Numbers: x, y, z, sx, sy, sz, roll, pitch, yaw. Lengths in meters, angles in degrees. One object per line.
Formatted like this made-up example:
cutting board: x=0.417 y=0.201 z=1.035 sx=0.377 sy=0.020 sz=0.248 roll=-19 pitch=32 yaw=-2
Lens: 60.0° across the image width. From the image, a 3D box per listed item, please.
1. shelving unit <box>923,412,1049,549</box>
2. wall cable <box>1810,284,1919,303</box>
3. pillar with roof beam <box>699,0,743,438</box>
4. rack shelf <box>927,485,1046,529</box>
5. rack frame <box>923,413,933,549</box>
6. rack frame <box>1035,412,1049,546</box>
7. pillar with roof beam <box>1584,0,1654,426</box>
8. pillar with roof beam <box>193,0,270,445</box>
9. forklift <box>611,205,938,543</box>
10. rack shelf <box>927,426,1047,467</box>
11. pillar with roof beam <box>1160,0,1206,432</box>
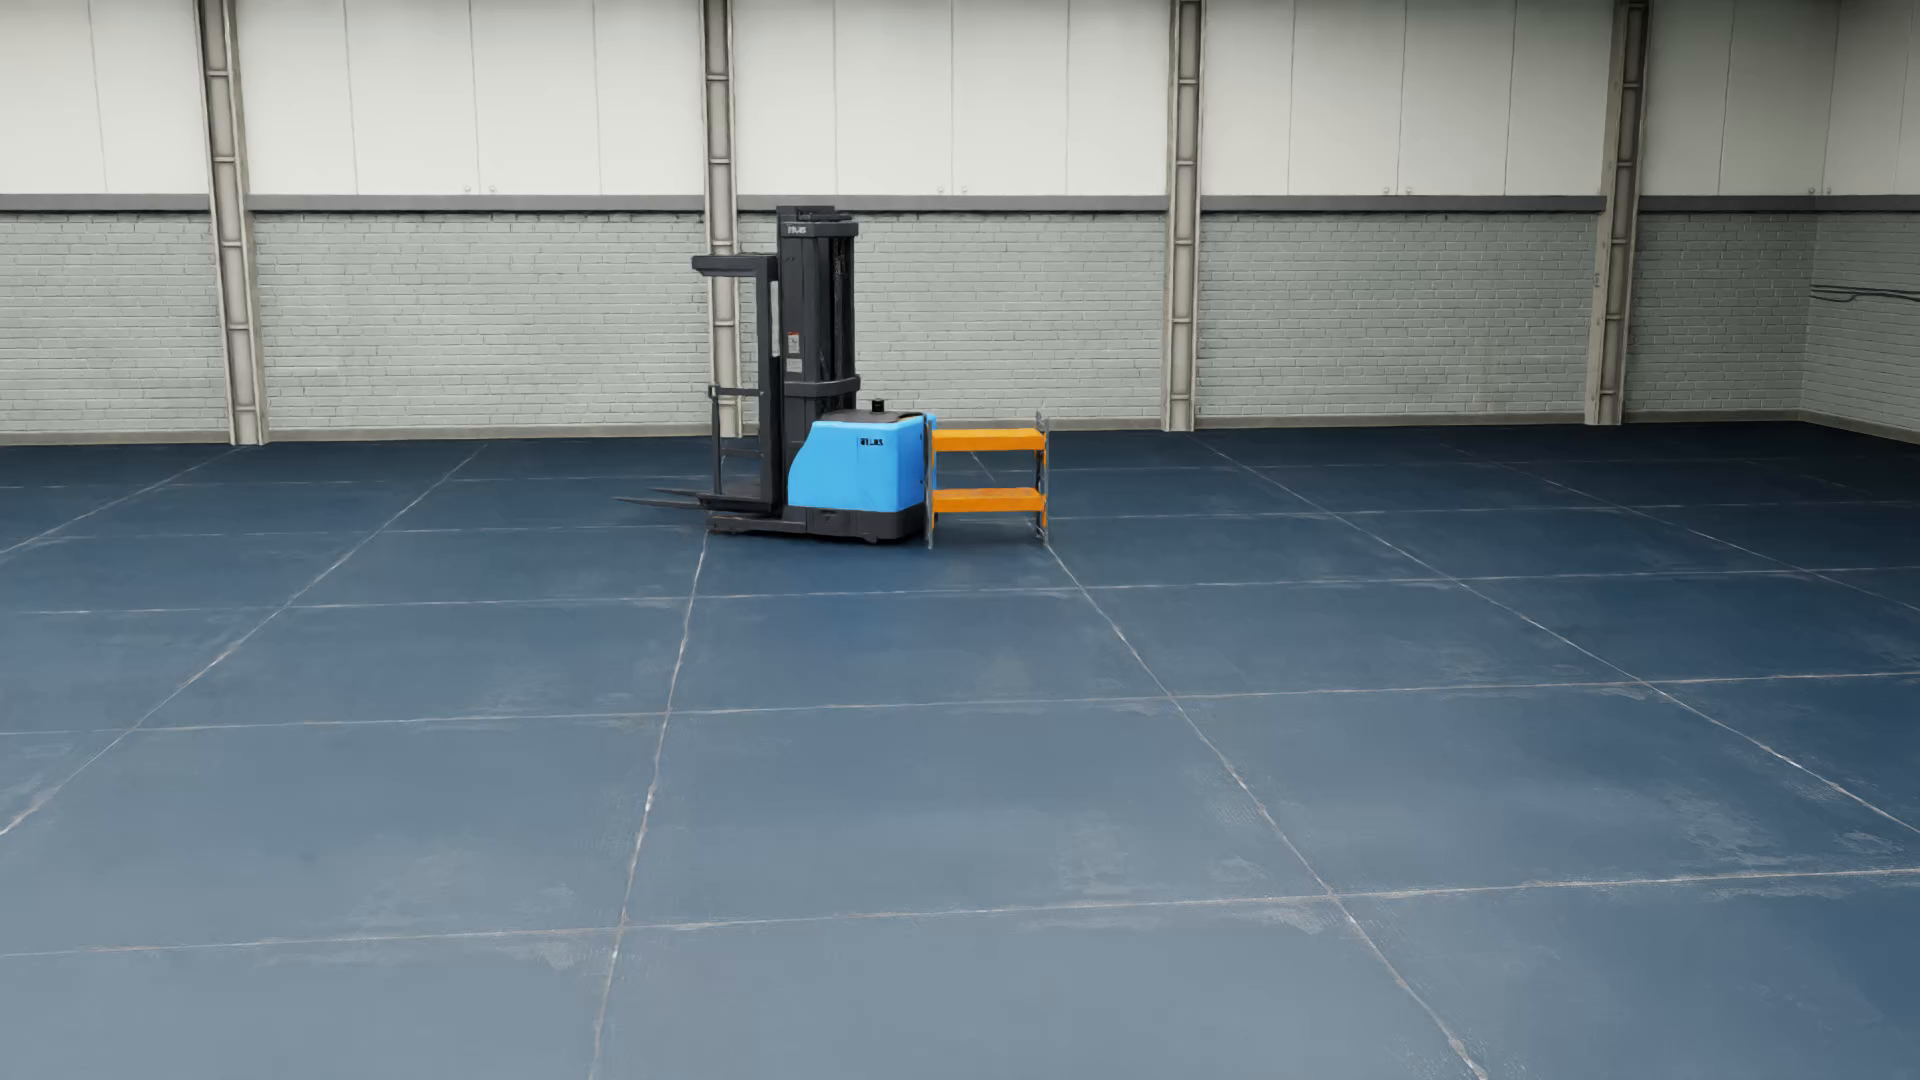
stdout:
shelving unit: x=0.223 y=-0.536 z=14.676 sx=1.048 sy=1.125 sz=0.538 roll=-1 pitch=11 yaw=-7
wall cable: x=11.960 y=-4.301 z=21.470 sx=0.112 sy=2.526 sz=3.097 roll=-1 pitch=11 yaw=-6
pillar with roof beam: x=-2.577 y=-4.942 z=16.677 sx=0.400 sy=9.000 sz=9.100 roll=-1 pitch=11 yaw=-6
rack shelf: x=0.223 y=-0.296 z=14.723 sx=1.000 sy=0.278 sz=0.538 roll=-1 pitch=11 yaw=-7
rack frame: x=-0.281 y=-0.524 z=14.617 sx=0.032 sy=1.125 sz=0.500 roll=-1 pitch=11 yaw=-7
rack frame: x=0.728 y=-0.547 z=14.735 sx=0.032 sy=1.125 sz=0.500 roll=-1 pitch=11 yaw=-7
pillar with roof beam: x=9.353 y=-5.192 z=17.949 sx=0.400 sy=9.000 sz=9.100 roll=-1 pitch=11 yaw=-6
pillar with roof beam: x=-8.542 y=-4.817 z=16.041 sx=0.400 sy=9.000 sz=9.100 roll=-1 pitch=11 yaw=-6
forklift: x=-1.772 y=-1.569 z=15.249 sx=3.031 sy=2.935 sz=1.130 roll=4 pitch=12 yaw=21
rack shelf: x=0.223 y=-0.823 z=14.620 sx=1.000 sy=0.278 sz=0.538 roll=-1 pitch=11 yaw=-7
pillar with roof beam: x=3.388 y=-5.067 z=17.313 sx=0.400 sy=9.000 sz=9.100 roll=-1 pitch=11 yaw=-6
